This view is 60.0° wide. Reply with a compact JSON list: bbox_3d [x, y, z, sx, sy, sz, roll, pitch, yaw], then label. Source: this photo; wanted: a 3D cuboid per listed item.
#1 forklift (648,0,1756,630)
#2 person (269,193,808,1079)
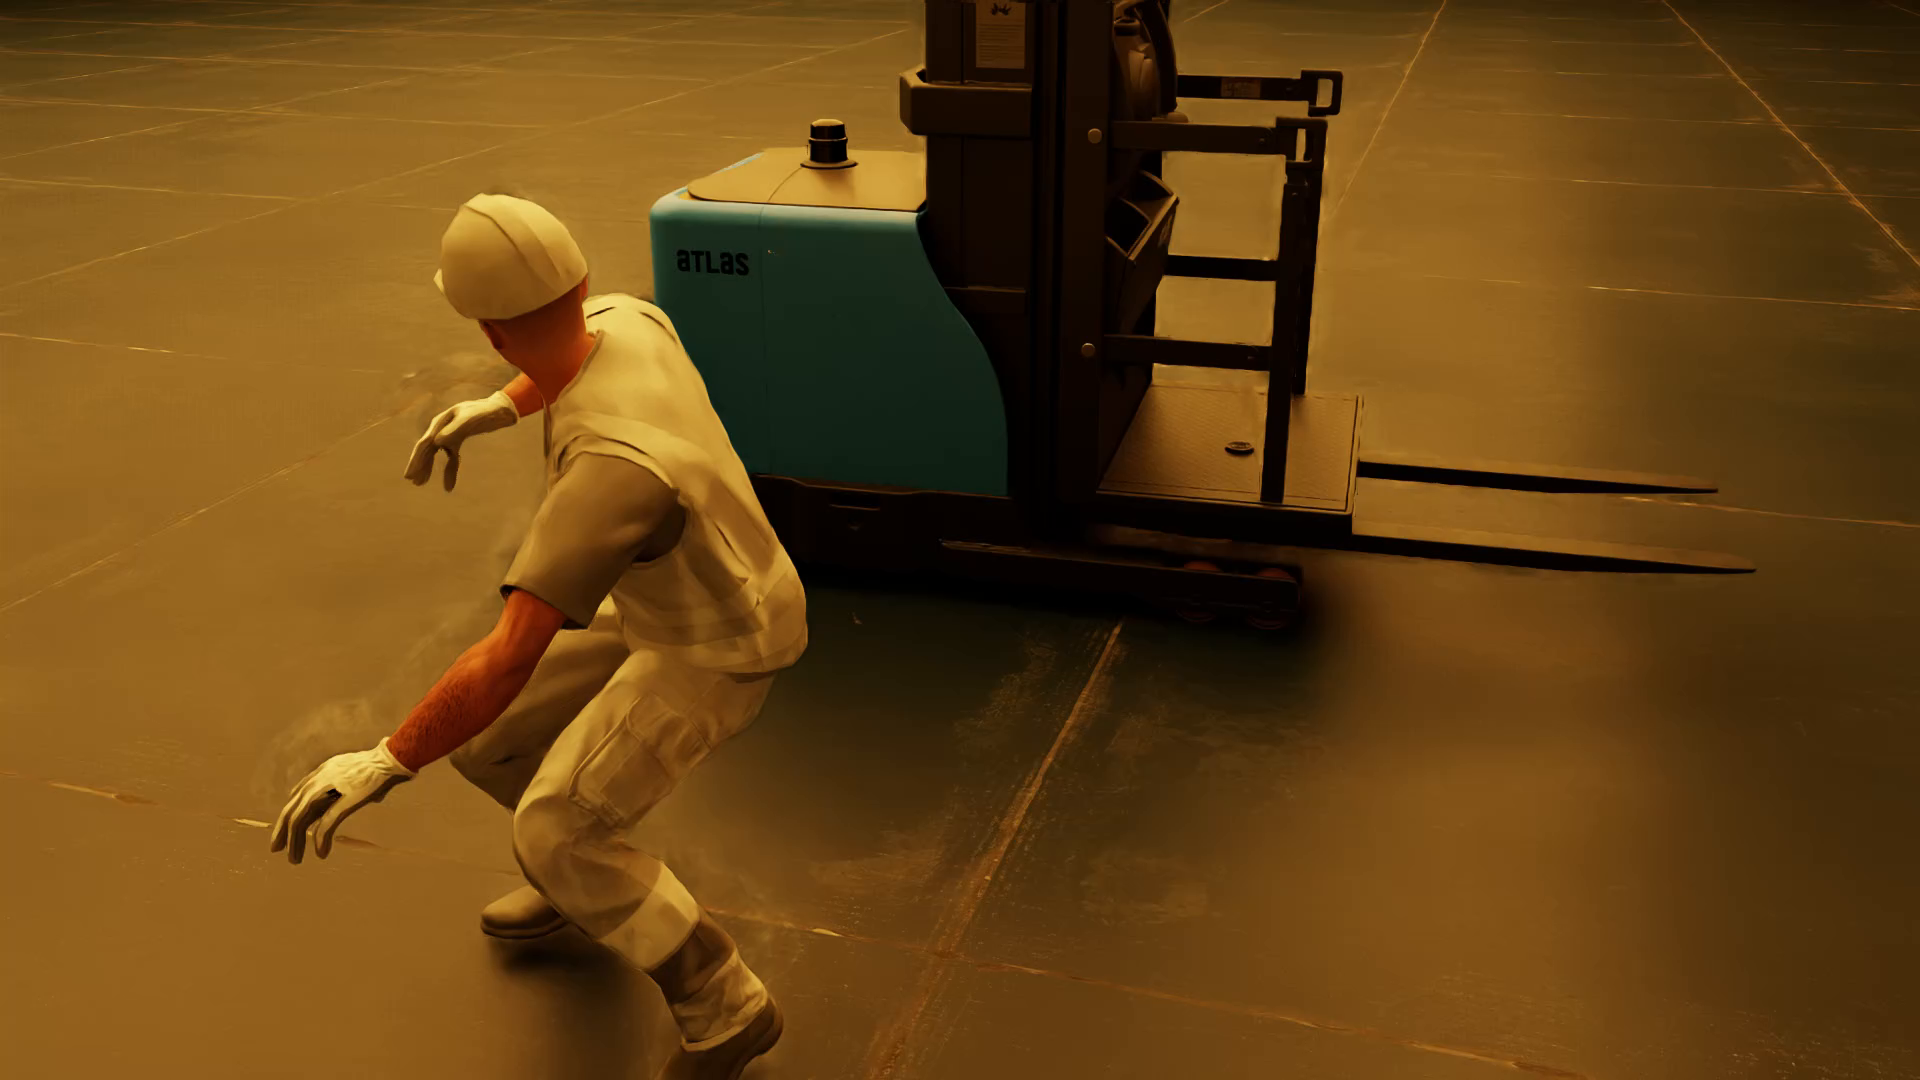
[{"bbox_3d":[0.694,-1.334,4.511,3.031,2.935,1.130,5,23,13],"label":"forklift"},{"bbox_3d":[-0.696,0.176,2.755,0.903,1.514,0.804,-10,24,-23],"label":"person"}]
